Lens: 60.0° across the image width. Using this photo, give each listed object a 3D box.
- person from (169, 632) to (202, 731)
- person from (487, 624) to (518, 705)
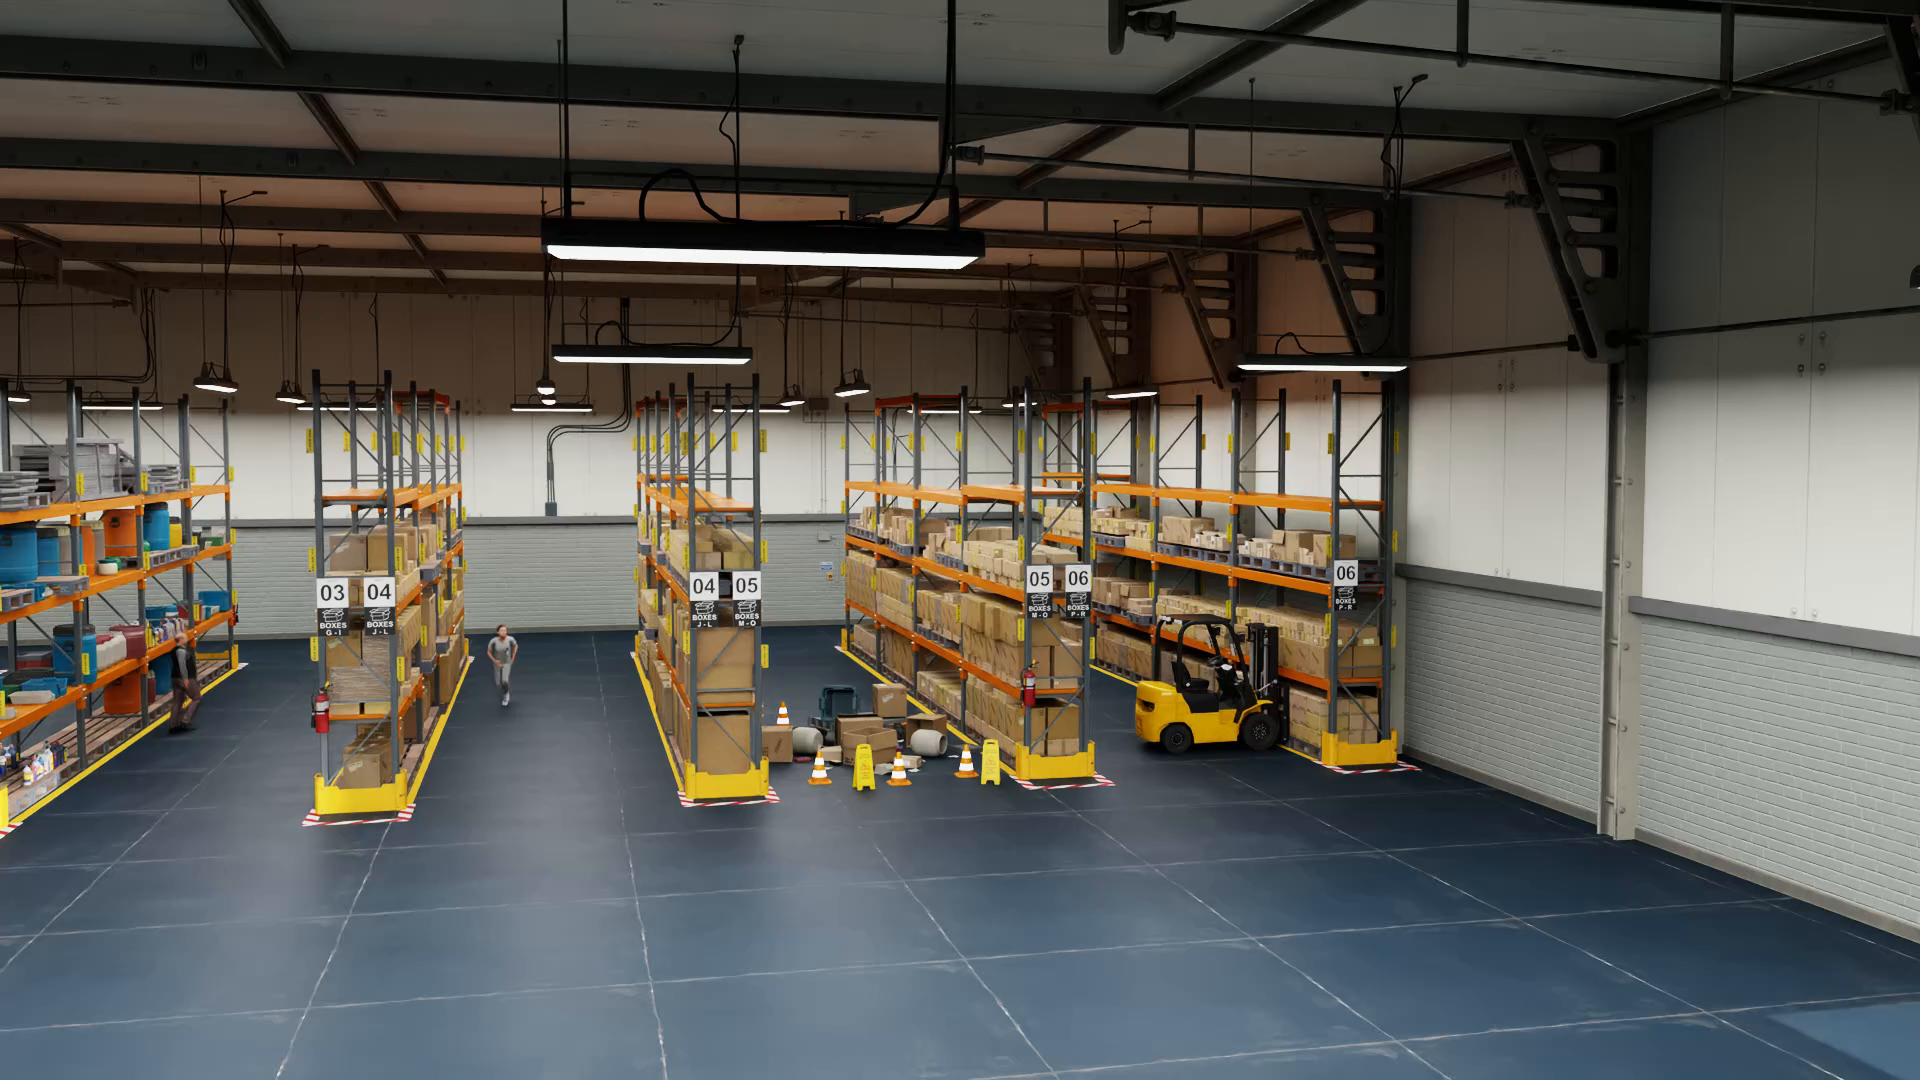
[{"bbox_3d":[-13.563,2.467,28.969,0.623,1.706,0.513,2,4,34],"label":"person"},{"bbox_3d":[-8.734,2.381,31.762,0.518,1.582,0.702,0,3,-4],"label":"person"}]
